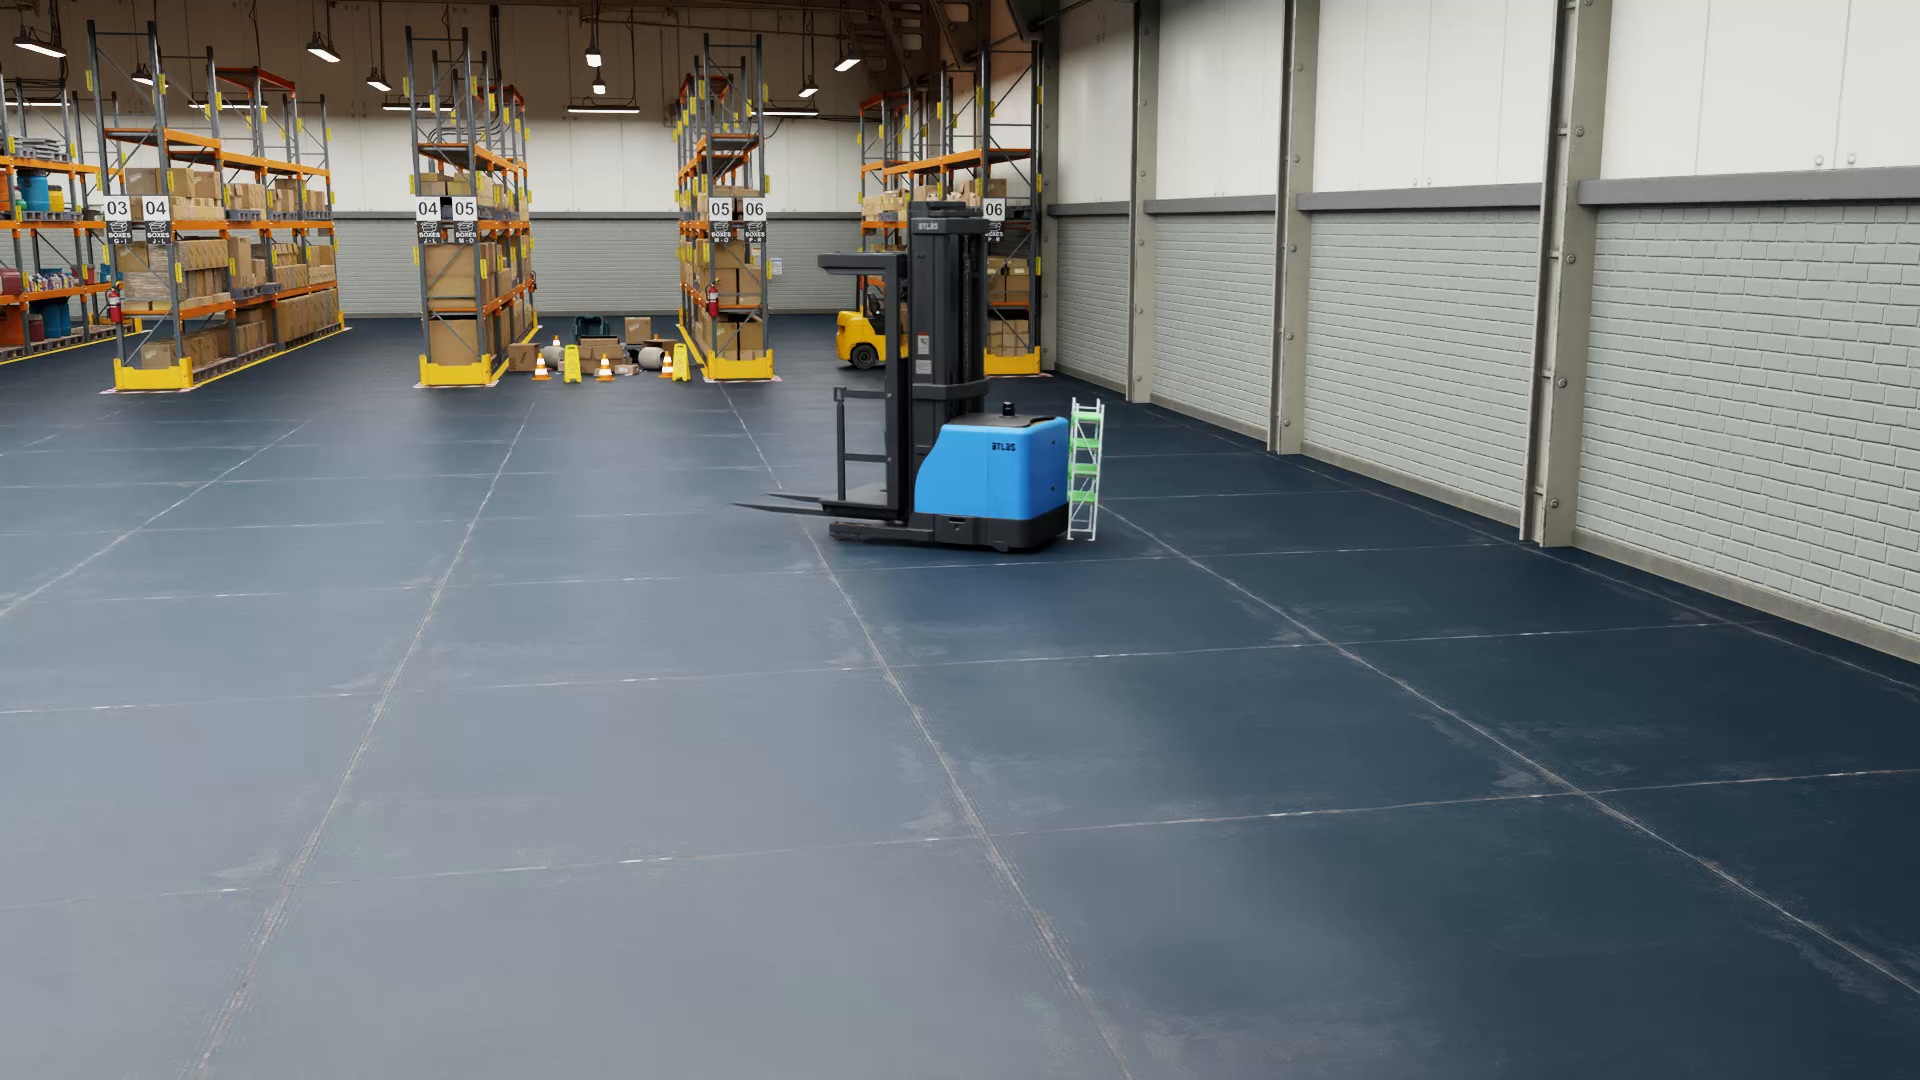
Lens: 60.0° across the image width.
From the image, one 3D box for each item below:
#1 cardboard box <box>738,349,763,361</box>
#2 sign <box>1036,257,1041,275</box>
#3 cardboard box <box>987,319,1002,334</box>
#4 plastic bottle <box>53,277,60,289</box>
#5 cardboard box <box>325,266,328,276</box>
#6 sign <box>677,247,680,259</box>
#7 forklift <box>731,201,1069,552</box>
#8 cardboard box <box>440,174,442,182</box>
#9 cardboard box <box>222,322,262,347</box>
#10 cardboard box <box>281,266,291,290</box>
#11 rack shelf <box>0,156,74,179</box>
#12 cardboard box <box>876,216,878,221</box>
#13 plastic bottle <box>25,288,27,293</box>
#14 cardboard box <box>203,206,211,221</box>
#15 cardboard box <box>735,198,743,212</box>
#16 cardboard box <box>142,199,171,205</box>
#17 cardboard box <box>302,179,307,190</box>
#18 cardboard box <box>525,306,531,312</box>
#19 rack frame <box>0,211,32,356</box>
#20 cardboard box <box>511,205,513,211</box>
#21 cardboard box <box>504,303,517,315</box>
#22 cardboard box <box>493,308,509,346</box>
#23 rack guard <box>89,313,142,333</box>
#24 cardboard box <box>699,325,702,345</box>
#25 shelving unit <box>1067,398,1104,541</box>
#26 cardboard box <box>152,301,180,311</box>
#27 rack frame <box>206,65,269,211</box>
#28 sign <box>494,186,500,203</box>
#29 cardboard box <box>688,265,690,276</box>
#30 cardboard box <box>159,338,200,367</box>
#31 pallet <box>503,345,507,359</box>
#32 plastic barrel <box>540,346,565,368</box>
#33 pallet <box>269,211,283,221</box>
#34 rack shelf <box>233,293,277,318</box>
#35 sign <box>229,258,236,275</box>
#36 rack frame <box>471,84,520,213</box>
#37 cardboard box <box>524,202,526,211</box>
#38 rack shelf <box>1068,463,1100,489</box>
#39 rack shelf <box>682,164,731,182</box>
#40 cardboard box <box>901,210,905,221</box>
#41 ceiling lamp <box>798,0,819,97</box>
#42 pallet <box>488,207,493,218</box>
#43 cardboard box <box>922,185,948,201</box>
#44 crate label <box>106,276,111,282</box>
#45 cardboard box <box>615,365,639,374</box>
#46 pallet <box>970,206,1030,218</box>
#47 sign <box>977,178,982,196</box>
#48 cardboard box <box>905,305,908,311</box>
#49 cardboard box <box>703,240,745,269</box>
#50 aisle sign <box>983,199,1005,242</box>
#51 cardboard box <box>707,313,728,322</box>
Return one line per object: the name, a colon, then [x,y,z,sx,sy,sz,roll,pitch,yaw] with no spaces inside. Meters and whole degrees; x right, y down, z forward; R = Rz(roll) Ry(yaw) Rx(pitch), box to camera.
cardboard box: [-3.856,-3.426,30.906,0.500,0.250,0.500,-2,11,-11]
sign: [1.444,-5.077,30.822,0.100,0.325,0.005,-2,11,-11]
cardboard box: [0.503,-4.014,31.318,0.500,0.250,0.500,-2,11,-9]
plastic bottle: [-20.294,-5.767,37.307,0.152,0.276,0.135,-2,11,-11]
cardboard box: [-16.251,-6.794,41.973,0.500,0.250,0.500,-3,11,-13]
sign: [-7.628,-7.792,45.087,0.100,0.325,0.005,-2,11,-11]
forklift: [-0.594,-1.500,14.737,3.031,2.935,1.130,5,12,24]
cardboard box: [-9.301,-6.354,29.182,0.380,0.149,0.250,-2,11,-10]
cardboard box: [-14.976,-4.284,34.692,0.700,0.500,0.500,-3,11,-16]
cardboard box: [-15.280,-5.856,37.174,0.500,0.500,0.500,-2,11,-12]
rack shelf: [-20.494,-8.103,36.198,1.077,0.370,4.000,-2,11,-11]
cardboard box: [-2.005,-8.436,43.645,0.380,0.149,0.250,-2,11,-10]
plastic bottle: [-19.872,-5.370,35.217,0.152,0.276,0.135,-2,11,-11]
cardboard box: [-13.928,-5.922,30.168,0.500,0.250,0.500,-2,11,-11]
cardboard box: [-3.807,-6.061,30.099,0.500,0.250,0.500,-2,11,-12]
cardboard box: [-13.518,-5.707,27.970,0.380,0.149,0.250,-2,11,-11]
cardboard box: [-16.420,-8.762,41.025,0.500,0.250,0.500,-2,11,-13]
cardboard box: [-11.304,-5.971,42.954,0.380,0.149,0.250,-2,11,-9]
rack frame: [-20.105,-5.339,34.727,1.000,3.000,0.127,-2,11,-11]
cardboard box: [-10.316,-7.410,37.315,0.500,0.500,0.500,-2,11,-11]
cardboard box: [-10.357,-5.256,37.847,0.500,0.250,0.500,-2,11,-12]
cardboard box: [-10.158,-4.507,35.249,1.050,0.750,0.750,-2,11,-10]
rack guard: [-21.679,-5.583,42.690,1.175,0.500,0.348,-2,11,-11]
cardboard box: [-5.133,-4.417,35.785,0.950,0.372,0.625,-2,11,-9]
shelving unit: [1.103,-0.637,14.800,0.258,1.200,0.503,3,11,0]
cardboard box: [-13.512,-3.990,28.308,0.380,0.149,0.250,-2,11,-11]
rack frame: [-15.247,-8.467,35.112,1.000,3.000,0.127,-2,11,-11]
sign: [-9.040,-6.735,32.440,0.100,0.325,0.005,-2,11,-11]
cardboard box: [-6.092,-6.318,38.935,0.500,0.250,0.500,-2,11,-12]
cardboard box: [-14.049,-3.370,29.940,0.500,0.500,0.500,-1,11,-6]
pallet: [-10.049,-3.941,34.837,1.003,0.211,1.213,-2,11,-11]
plastic barrel: [-7.859,-3.530,32.110,0.512,0.421,0.421,6,12,28]
pallet: [-15.424,-7.016,36.021,1.213,0.211,1.003,-2,11,-8]
rack shelf: [-14.858,-4.799,33.813,1.077,0.370,4.000,-2,11,-11]
sign: [-13.938,-5.232,31.849,0.100,0.325,0.005,-2,11,-11]
rack frame: [-11.140,-9.362,39.817,1.000,3.000,0.127,-2,11,-11]
cardboard box: [-11.381,-8.531,42.537,0.500,0.250,0.500,-2,11,-10]
rack shelf: [1.099,-0.575,14.812,0.258,0.148,0.480,3,11,0]
rack shelf: [-5.915,-8.644,39.038,1.077,0.370,4.000,-2,11,-11]
cardboard box: [-1.094,-7.638,39.185,0.500,0.250,0.500,-2,11,-11]
ceiling lamp: [-3.429,-12.376,40.039,0.800,3.185,2.000,-2,11,-11]
pallet: [-9.435,-6.227,31.607,1.003,0.211,1.213,-2,11,-11]
cardboard box: [-0.558,-7.511,36.455,0.500,0.500,0.500,-2,11,-10]
crate label: [-21.205,-6.460,41.158,0.396,0.136,0.243,-2,11,-11]
cardboard box: [-6.206,-3.179,31.001,0.380,0.149,0.250,4,11,18]
pallet: [0.786,-6.155,31.224,1.003,0.211,1.213,-2,11,-11]
sign: [0.363,-6.446,30.364,0.100,0.325,0.005,-2,11,-11]
cardboard box: [-1.086,-5.488,39.337,0.380,0.149,0.250,-3,11,-14]
cardboard box: [-4.284,-5.185,30.178,0.700,0.500,0.500,-2,11,-12]
aisle sign: [0.623,-5.848,30.447,0.394,0.787,0.004,-2,11,-11]
cardboard box: [-4.519,-4.158,31.008,0.380,0.149,0.250,-2,11,-9]
